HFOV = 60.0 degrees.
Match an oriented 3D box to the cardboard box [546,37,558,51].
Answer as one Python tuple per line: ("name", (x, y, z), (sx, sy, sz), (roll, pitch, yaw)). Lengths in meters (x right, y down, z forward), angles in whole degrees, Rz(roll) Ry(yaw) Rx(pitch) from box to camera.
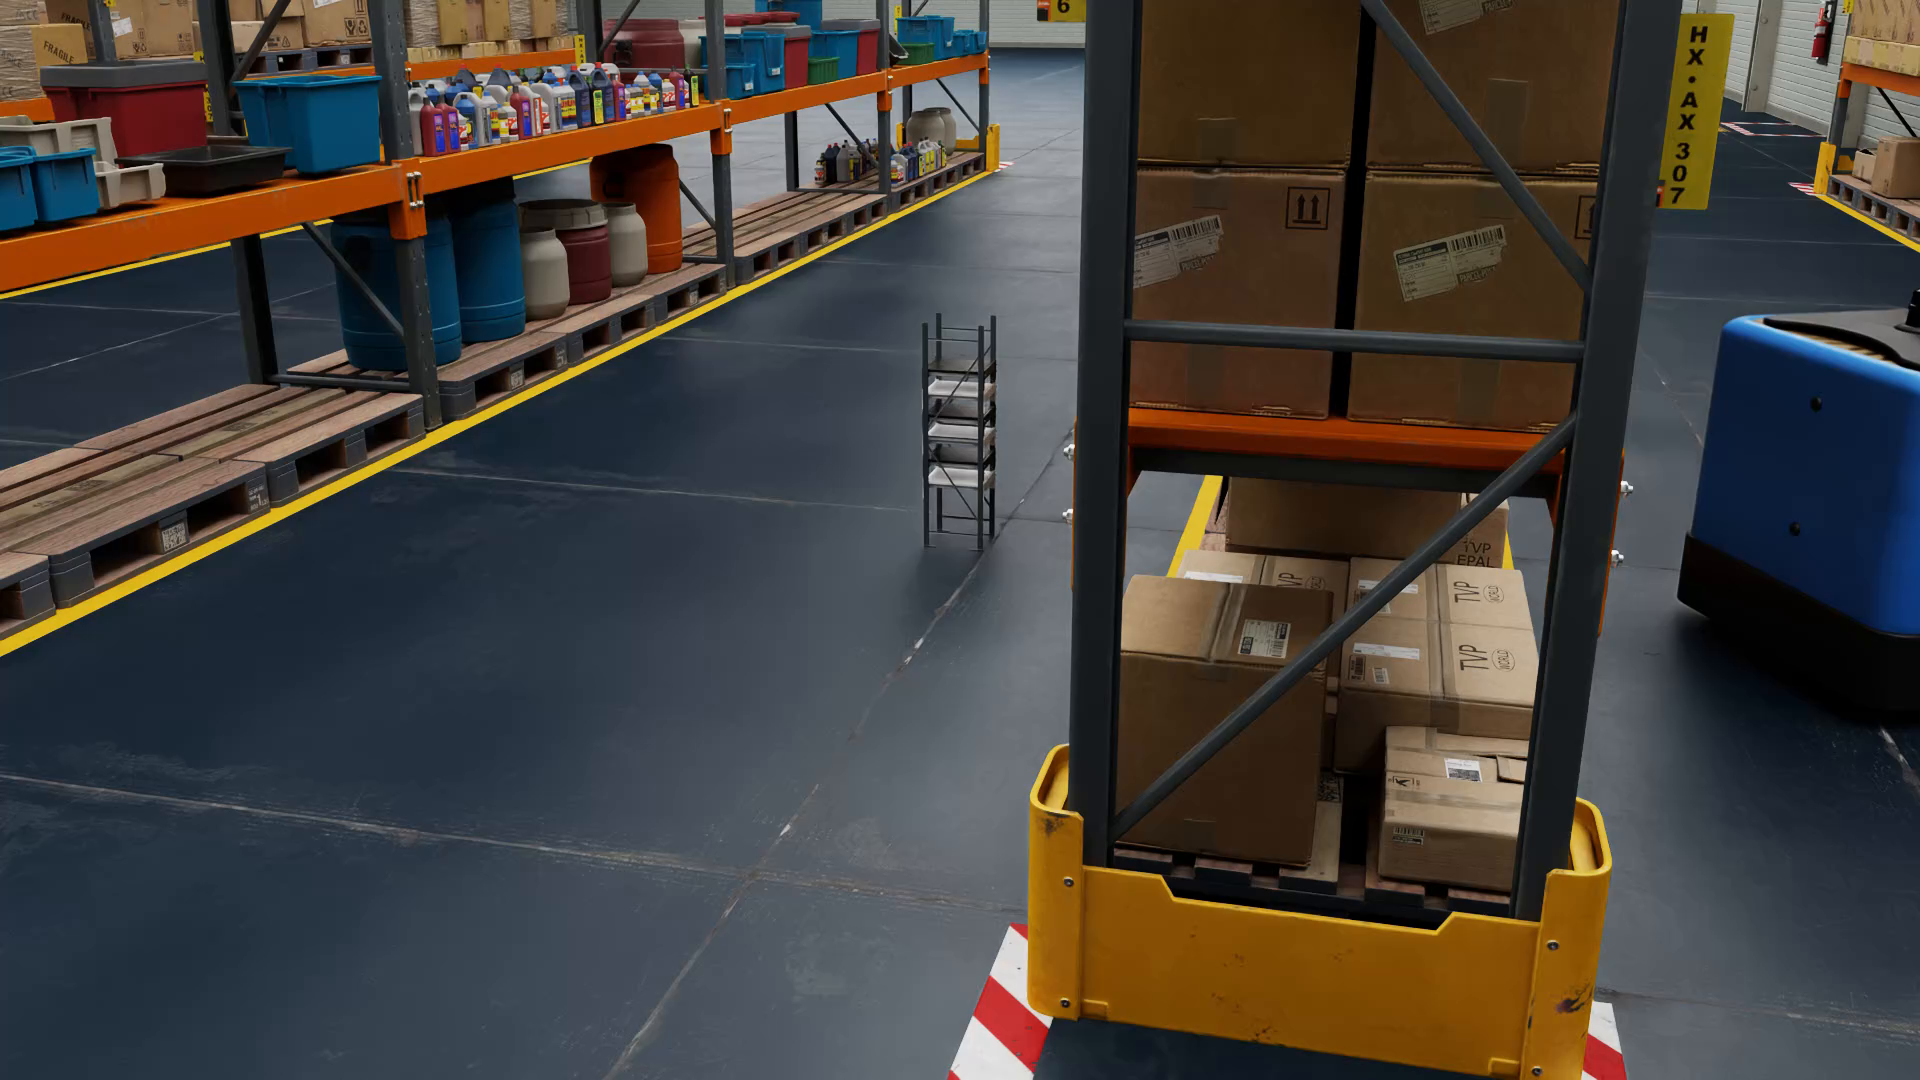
("cardboard box", (-4.913, -5.780, 19.356), (0.380, 0.149, 0.250), (5, 19, 13))

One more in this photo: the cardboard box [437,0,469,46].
("cardboard box", (-5.622, -5.389, 17.210), (0.875, 0.500, 0.500), (5, 19, 13))

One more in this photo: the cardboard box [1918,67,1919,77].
("cardboard box", (8.413, -4.004, 13.970), (0.500, 0.250, 0.500), (5, 19, 14))

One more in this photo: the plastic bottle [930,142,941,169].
("plastic bottle", (-0.279, -4.006, 17.308), (0.152, 0.276, 0.135), (5, 19, 14))

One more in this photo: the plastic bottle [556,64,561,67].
("plastic bottle", (-2.666, -3.001, 11.015), (0.061, 0.283, 0.133), (5, 19, 13))

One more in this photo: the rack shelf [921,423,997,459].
("rack shelf", (-0.002, -0.392, 6.545), (0.258, 0.077, 0.200), (5, 19, 13))

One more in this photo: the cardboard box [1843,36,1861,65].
("cardboard box", (9.012, -4.802, 16.306), (0.500, 0.250, 0.500), (4, 19, 12))

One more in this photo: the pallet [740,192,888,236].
("pallet", (-1.299, -2.951, 15.001), (1.003, 0.211, 1.213), (5, 19, 13))

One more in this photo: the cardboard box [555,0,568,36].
("cardboard box", (-5.132, -6.183, 19.533), (0.875, 0.500, 0.500), (5, 19, 13))

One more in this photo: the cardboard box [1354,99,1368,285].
("cardboard box", (0.945, -1.052, 4.973), (0.500, 0.500, 0.500), (4, 19, 13))

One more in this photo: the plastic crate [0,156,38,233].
("plastic crate", (-3.376, -1.172, 5.644), (0.416, 0.233, 0.300), (5, 19, 13))

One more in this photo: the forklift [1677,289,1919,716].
("forklift", (4.097, -1.066, 5.274), (3.031, 2.935, 1.130), (-4, 19, -11))

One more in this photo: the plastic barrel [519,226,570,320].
("plastic barrel", (-2.553, -1.595, 9.915), (0.421, 0.512, 0.421), (0, 19, 0))

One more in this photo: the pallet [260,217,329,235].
("pallet", (-6.433, -2.964, 15.038), (1.003, 0.211, 1.213), (5, 19, 13))

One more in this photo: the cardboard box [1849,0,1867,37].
("cardboard box", (9.031, -5.159, 16.191), (0.500, 0.500, 0.500), (5, 19, 13))

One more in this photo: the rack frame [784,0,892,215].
("rack frame", (-1.145, -4.520, 15.280), (1.000, 3.000, 0.127), (5, 19, 13))

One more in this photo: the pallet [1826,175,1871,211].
("pallet", (9.188, -3.396, 16.303), (1.003, 0.211, 1.213), (5, 19, 13))

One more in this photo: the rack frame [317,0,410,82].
("rack frame", (-5.948, -4.911, 16.425), (1.000, 3.000, 0.127), (5, 19, 13))

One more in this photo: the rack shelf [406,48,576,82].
("rack shelf", (-5.459, -5.197, 18.377), (1.077, 0.370, 4.000), (5, 19, 13))

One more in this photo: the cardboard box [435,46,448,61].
("cardboard box", (-5.496, -4.994, 17.056), (0.380, 0.149, 0.250), (5, 19, 13))

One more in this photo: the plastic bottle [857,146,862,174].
("plastic bottle", (-1.036, -3.829, 16.778), (0.061, 0.283, 0.133), (5, 19, 13))

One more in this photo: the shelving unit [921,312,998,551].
("shelving unit", (-0.002, -0.423, 6.535), (0.258, 0.900, 0.210), (5, 19, 13))

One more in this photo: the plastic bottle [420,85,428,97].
("plastic bottle", (-2.979, -2.369, 9.182), (0.097, 0.271, 0.097), (0, 19, 0))

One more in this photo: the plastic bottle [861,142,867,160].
("plastic bottle", (-1.021, -4.008, 17.322), (0.097, 0.271, 0.097), (0, 19, 0))

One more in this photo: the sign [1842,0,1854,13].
("sign", (8.913, -5.444, 16.645), (0.100, 0.325, 0.005), (5, 19, 13))

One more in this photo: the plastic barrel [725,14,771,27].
("plastic barrel", (-1.771, -4.072, 13.757), (0.433, 0.535, 0.433), (0, 19, 0))

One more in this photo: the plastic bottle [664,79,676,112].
("plastic bottle", (-1.910, -2.905, 10.858), (0.097, 0.201, 0.097), (0, 19, 0))

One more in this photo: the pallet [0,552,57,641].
("pallet", (-3.838, 0.305, 5.467), (1.003, 0.211, 1.213), (5, 19, 13))

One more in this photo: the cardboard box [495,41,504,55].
("cardboard box", (-5.233, -5.389, 18.213), (0.380, 0.149, 0.250), (5, 19, 13))

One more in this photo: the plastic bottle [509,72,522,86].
("plastic bottle", (-2.798, -2.802, 10.449), (0.097, 0.271, 0.097), (0, 19, 0))

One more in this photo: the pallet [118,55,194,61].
("pallet", (-6.854, -3.798, 13.464), (1.213, 0.211, 1.003), (5, 19, 13))

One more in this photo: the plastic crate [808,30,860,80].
("plastic crate", (-1.113, -4.142, 14.198), (0.392, 0.384, 0.575), (5, 19, 13))

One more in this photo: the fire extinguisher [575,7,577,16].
("fire extinguisher", (-4.496, -6.128, 20.107), (0.296, 0.674, 0.183), (5, 19, 13))

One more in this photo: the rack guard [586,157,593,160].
("rack guard", (-4.989, -4.958, 20.430), (1.175, 0.500, 0.348), (5, 19, 13))

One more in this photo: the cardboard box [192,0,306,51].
("cardboard box", (-6.282, -4.608, 14.728), (0.797, 0.503, 0.637), (7, 20, 19))

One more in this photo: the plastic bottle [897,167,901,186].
("plastic bottle", (-0.617, -3.501, 15.945), (0.097, 0.201, 0.097), (0, 19, 0))

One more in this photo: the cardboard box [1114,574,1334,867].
("cardboard box", (0.619, 0.419, 4.008), (0.500, 0.500, 0.500), (5, 19, 13))

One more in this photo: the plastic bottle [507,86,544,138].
("plastic bottle", (-2.391, -2.359, 9.145), (0.152, 0.276, 0.135), (5, 19, 13))

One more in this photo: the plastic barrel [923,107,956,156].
("plastic barrel", (-0.254, -4.583, 18.663), (0.421, 0.512, 0.421), (0, 19, 0))

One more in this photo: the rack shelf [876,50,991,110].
("rack shelf", (-0.656, -4.806, 17.231), (1.077, 0.370, 4.000), (5, 19, 13))

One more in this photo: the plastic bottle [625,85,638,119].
("plastic bottle", (-2.052, -2.722, 10.322), (0.097, 0.201, 0.097), (0, 19, 0))

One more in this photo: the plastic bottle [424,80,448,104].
("plastic bottle", (-3.015, -2.490, 9.529), (0.152, 0.276, 0.135), (5, 19, 13))

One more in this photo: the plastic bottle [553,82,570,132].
("plastic bottle", (-2.279, -2.464, 9.459), (0.097, 0.271, 0.097), (0, 19, 0))

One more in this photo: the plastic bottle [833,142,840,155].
("plastic bottle", (-1.220, -3.759, 16.471), (0.144, 0.351, 0.185), (4, 19, 11))

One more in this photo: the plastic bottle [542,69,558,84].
("plastic bottle", (-2.650, -2.911, 10.769), (0.097, 0.271, 0.097), (0, 19, 0))

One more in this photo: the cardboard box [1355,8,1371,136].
("cardboard box", (0.690, -1.206, 3.877), (0.500, 0.500, 0.500), (5, 20, 15))

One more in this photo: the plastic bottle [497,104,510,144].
("plastic bottle", (-2.449, -2.213, 8.833), (0.097, 0.201, 0.097), (0, 19, 0))

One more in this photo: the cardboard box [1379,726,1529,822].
("cardboard box", (1.222, 0.584, 4.040), (0.380, 0.166, 0.250), (5, 19, 13))

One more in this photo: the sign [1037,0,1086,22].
("sign", (0.192, -1.114, 3.028), (0.100, 0.325, 0.005), (5, 19, 13))

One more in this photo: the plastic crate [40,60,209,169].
("plastic crate", (-3.561, -1.811, 7.157), (0.402, 0.464, 0.583), (5, 19, 13))

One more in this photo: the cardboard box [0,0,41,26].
("cardboard box", (-7.119, -3.951, 11.909), (0.797, 0.503, 0.637), (5, 20, 15))

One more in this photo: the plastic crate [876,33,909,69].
("plastic crate", (-0.894, -4.645, 15.741), (0.767, 0.338, 0.504), (5, 19, 13))

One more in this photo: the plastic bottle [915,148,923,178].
("plastic bottle", (-0.419, -3.770, 16.608), (0.061, 0.283, 0.133), (6, 20, 16))

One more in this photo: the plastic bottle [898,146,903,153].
("plastic bottle", (-0.545, -3.856, 16.868), (0.152, 0.276, 0.135), (5, 19, 13))

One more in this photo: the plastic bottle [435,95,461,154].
("plastic bottle", (-2.564, -2.080, 8.318), (0.061, 0.283, 0.133), (5, 19, 13))
